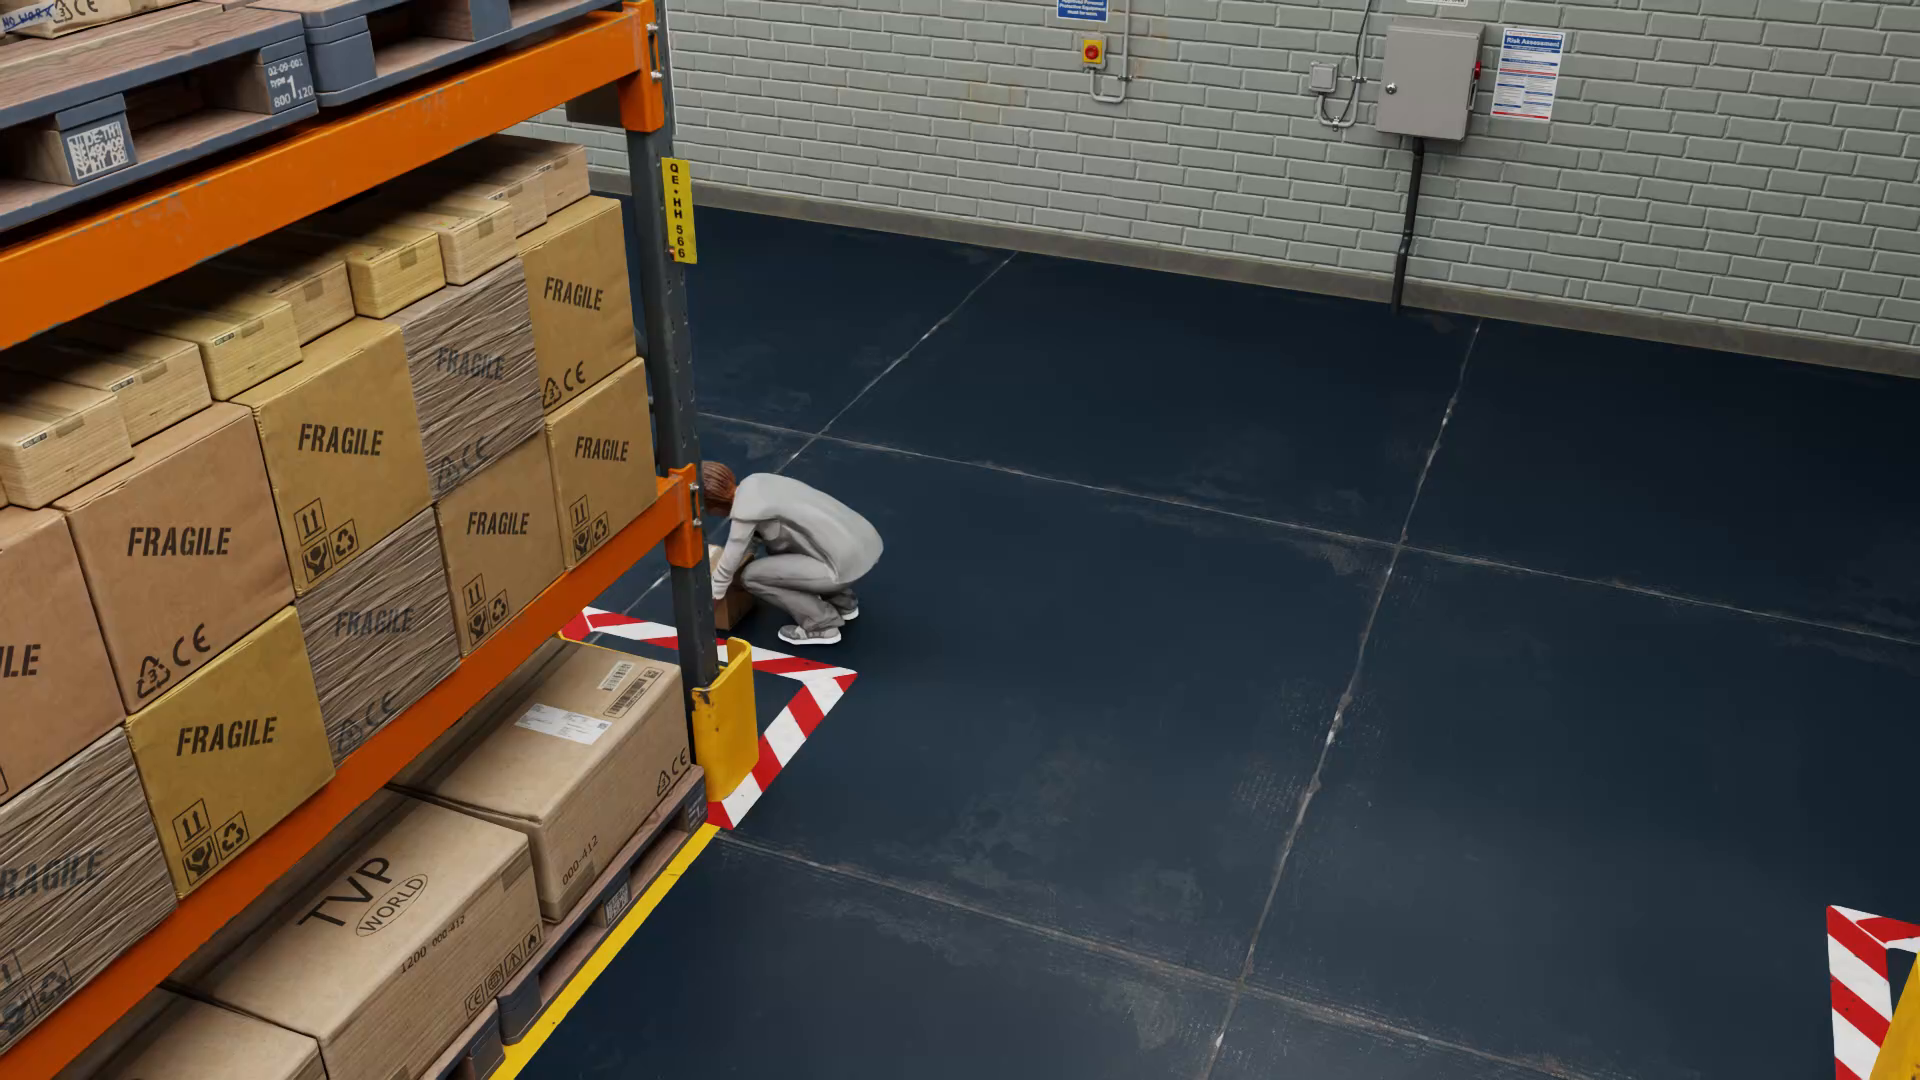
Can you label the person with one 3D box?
[{"bbox_3d":[-0.728,0.041,6.934,0.815,0.768,0.436,8,31,14],"label":"person"}]
